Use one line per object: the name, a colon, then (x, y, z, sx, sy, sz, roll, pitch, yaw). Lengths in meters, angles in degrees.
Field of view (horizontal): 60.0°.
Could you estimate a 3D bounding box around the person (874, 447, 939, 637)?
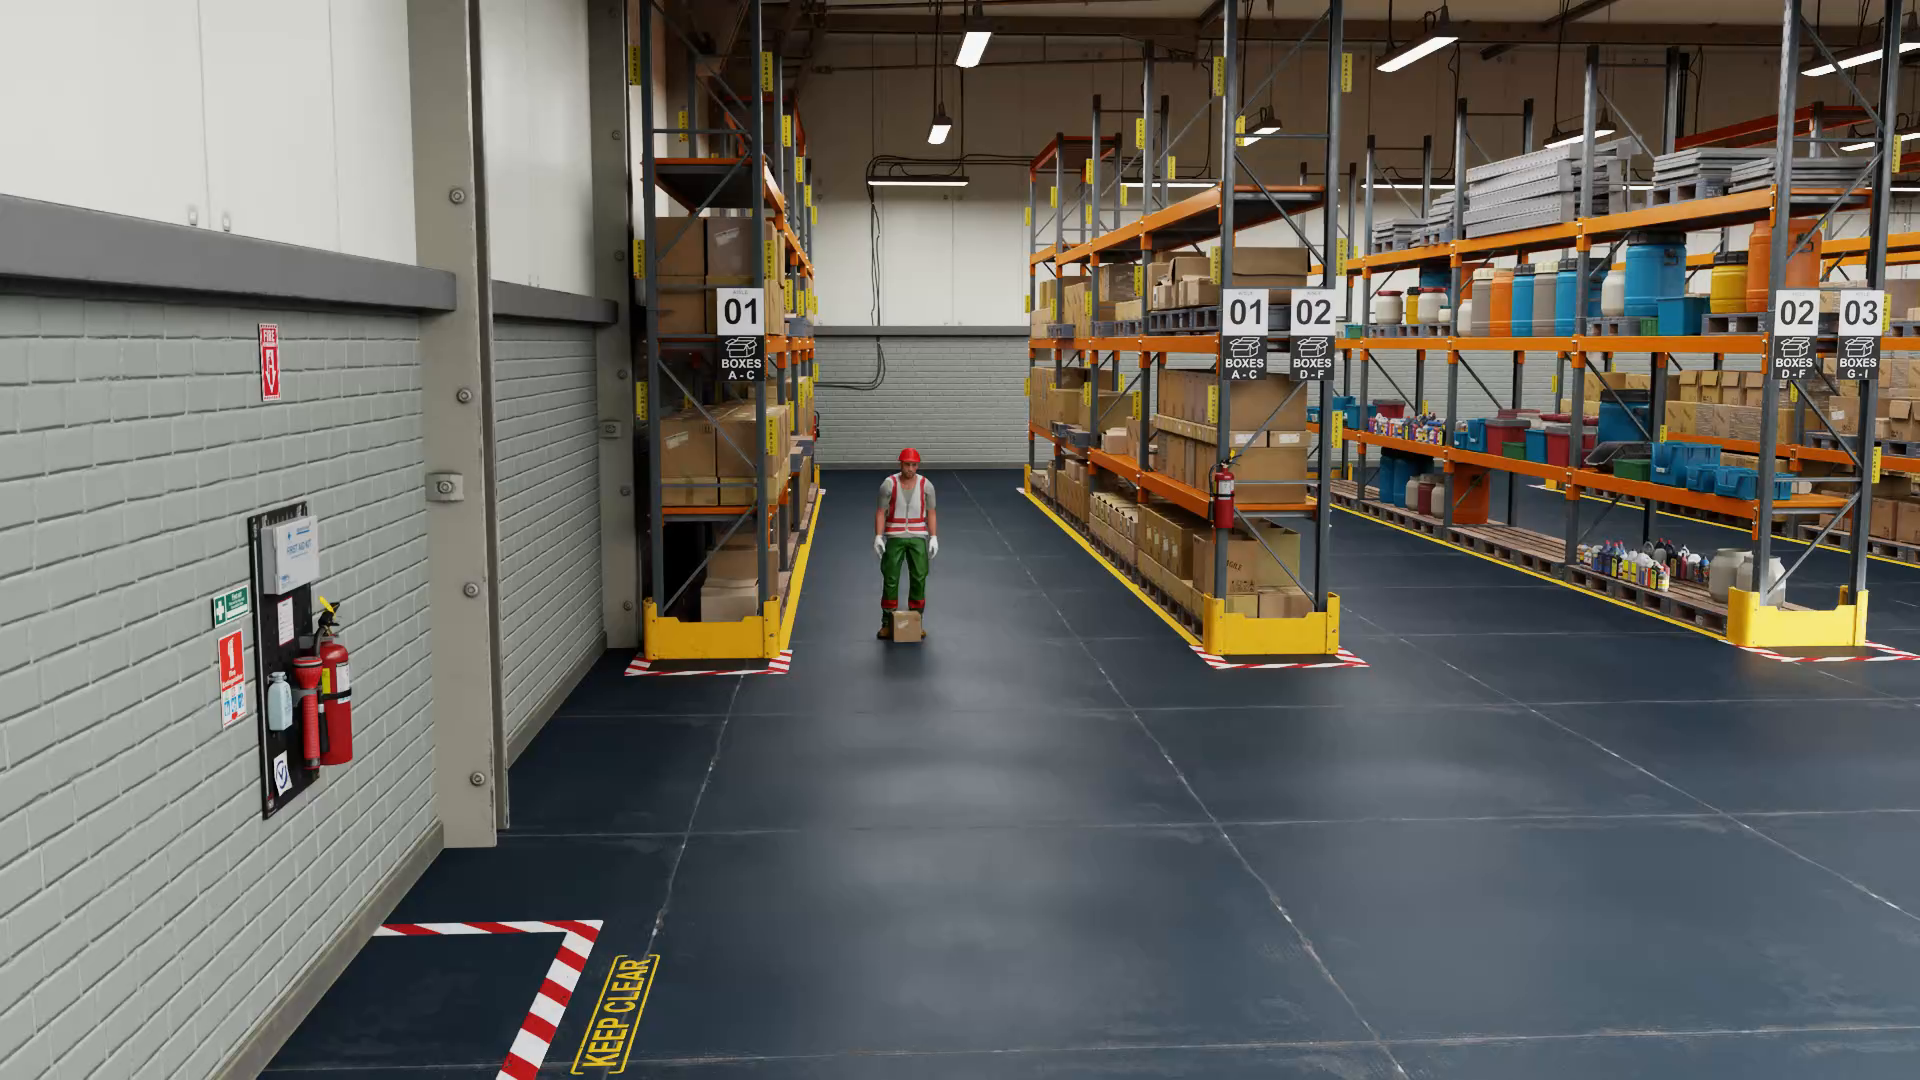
person: (-0.502, 0.016, 15.545, 0.613, 1.778, 0.452, -1, 7, -7)
